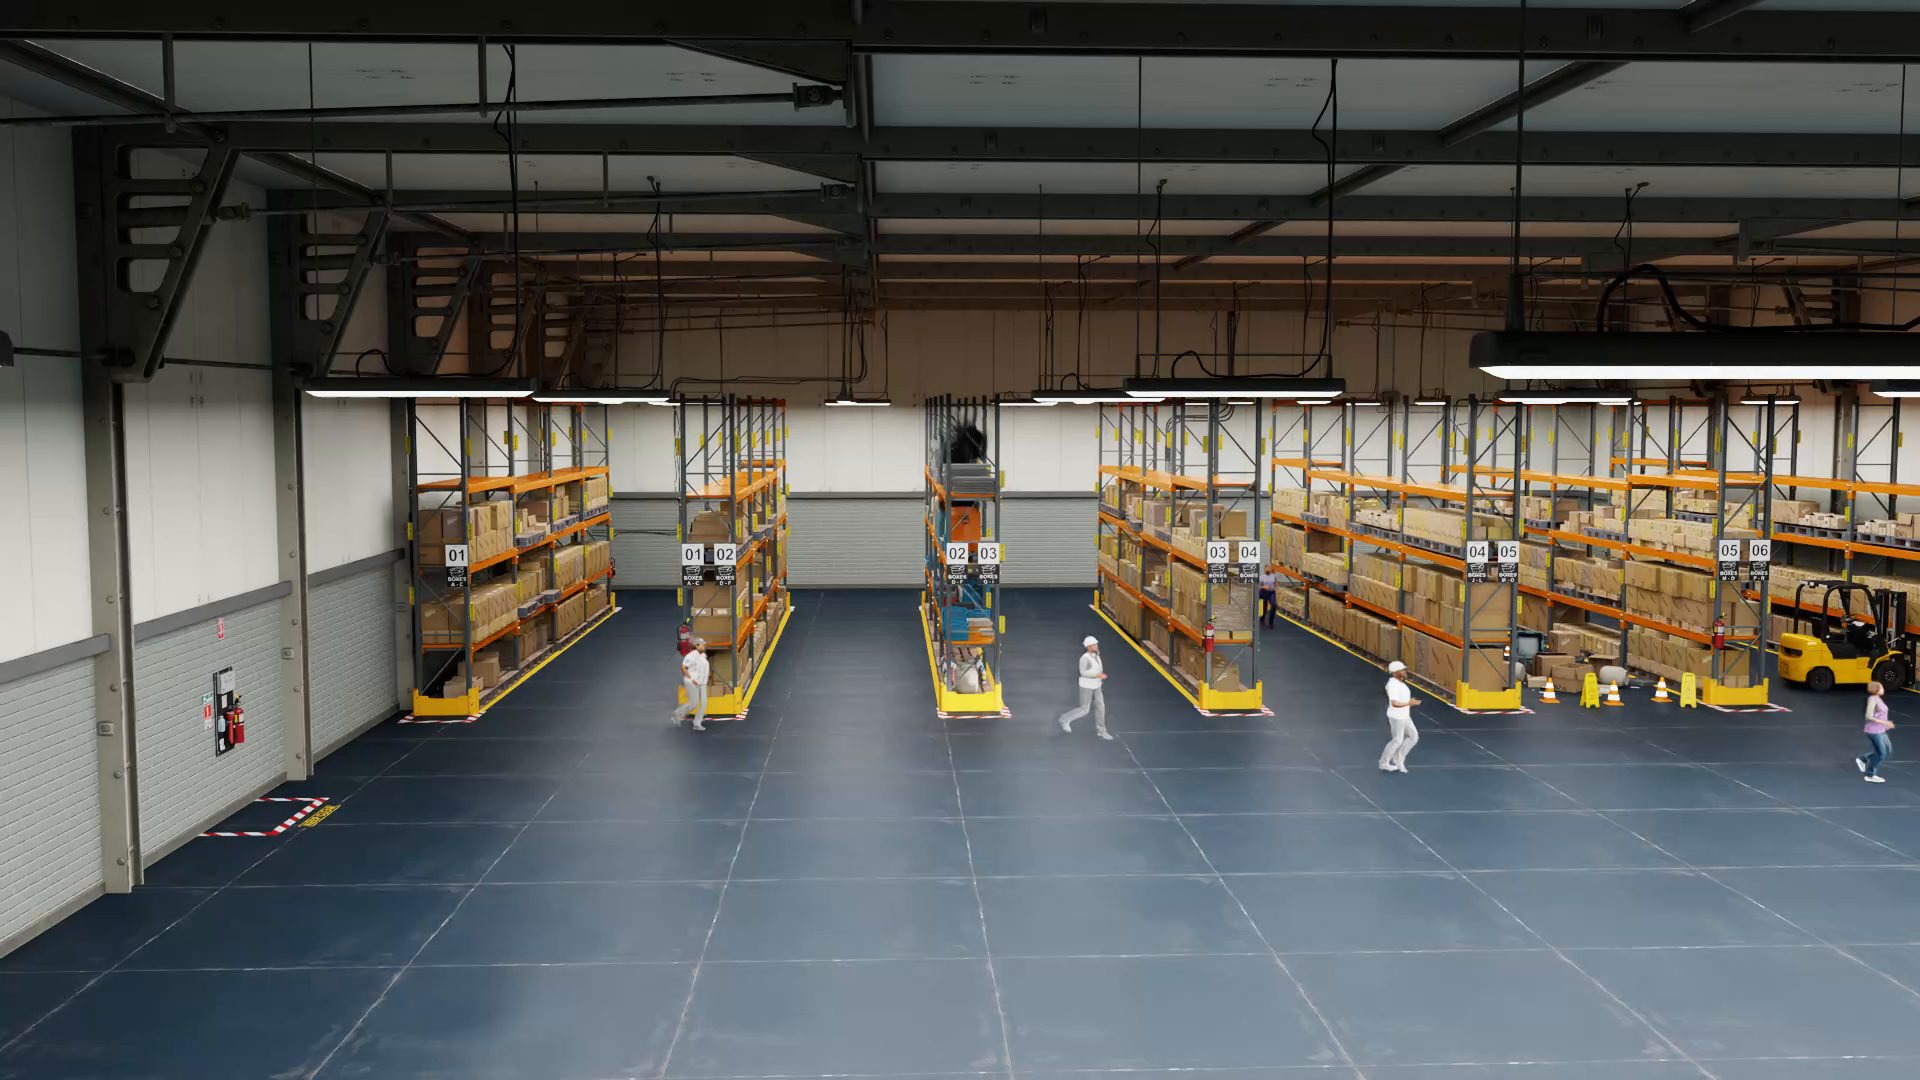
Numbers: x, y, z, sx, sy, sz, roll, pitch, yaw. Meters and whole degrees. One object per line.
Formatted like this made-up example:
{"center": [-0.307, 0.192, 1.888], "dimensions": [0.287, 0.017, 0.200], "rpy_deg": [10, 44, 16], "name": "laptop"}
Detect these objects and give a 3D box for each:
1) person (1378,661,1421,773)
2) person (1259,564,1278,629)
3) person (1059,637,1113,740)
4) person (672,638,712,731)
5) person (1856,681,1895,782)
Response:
{"center": [6.916, 2.791, 26.073], "dimensions": [0.668, 1.790, 0.665], "rpy_deg": [2, 5, 27], "name": "person"}
{"center": [8.041, 1.484, 43.506], "dimensions": [0.604, 1.698, 0.718], "rpy_deg": [0, 5, -1], "name": "person"}
{"center": [2.224, 2.557, 28.907], "dimensions": [0.958, 1.779, 0.668], "rpy_deg": [3, 5, 32], "name": "person"}
{"center": [-4.727, 2.565, 29.785], "dimensions": [0.680, 1.611, 0.687], "rpy_deg": [3, 5, 31], "name": "person"}
{"center": [14.037, 2.934, 25.472], "dimensions": [0.555, 1.552, 0.531], "rpy_deg": [4, 6, 40], "name": "person"}
